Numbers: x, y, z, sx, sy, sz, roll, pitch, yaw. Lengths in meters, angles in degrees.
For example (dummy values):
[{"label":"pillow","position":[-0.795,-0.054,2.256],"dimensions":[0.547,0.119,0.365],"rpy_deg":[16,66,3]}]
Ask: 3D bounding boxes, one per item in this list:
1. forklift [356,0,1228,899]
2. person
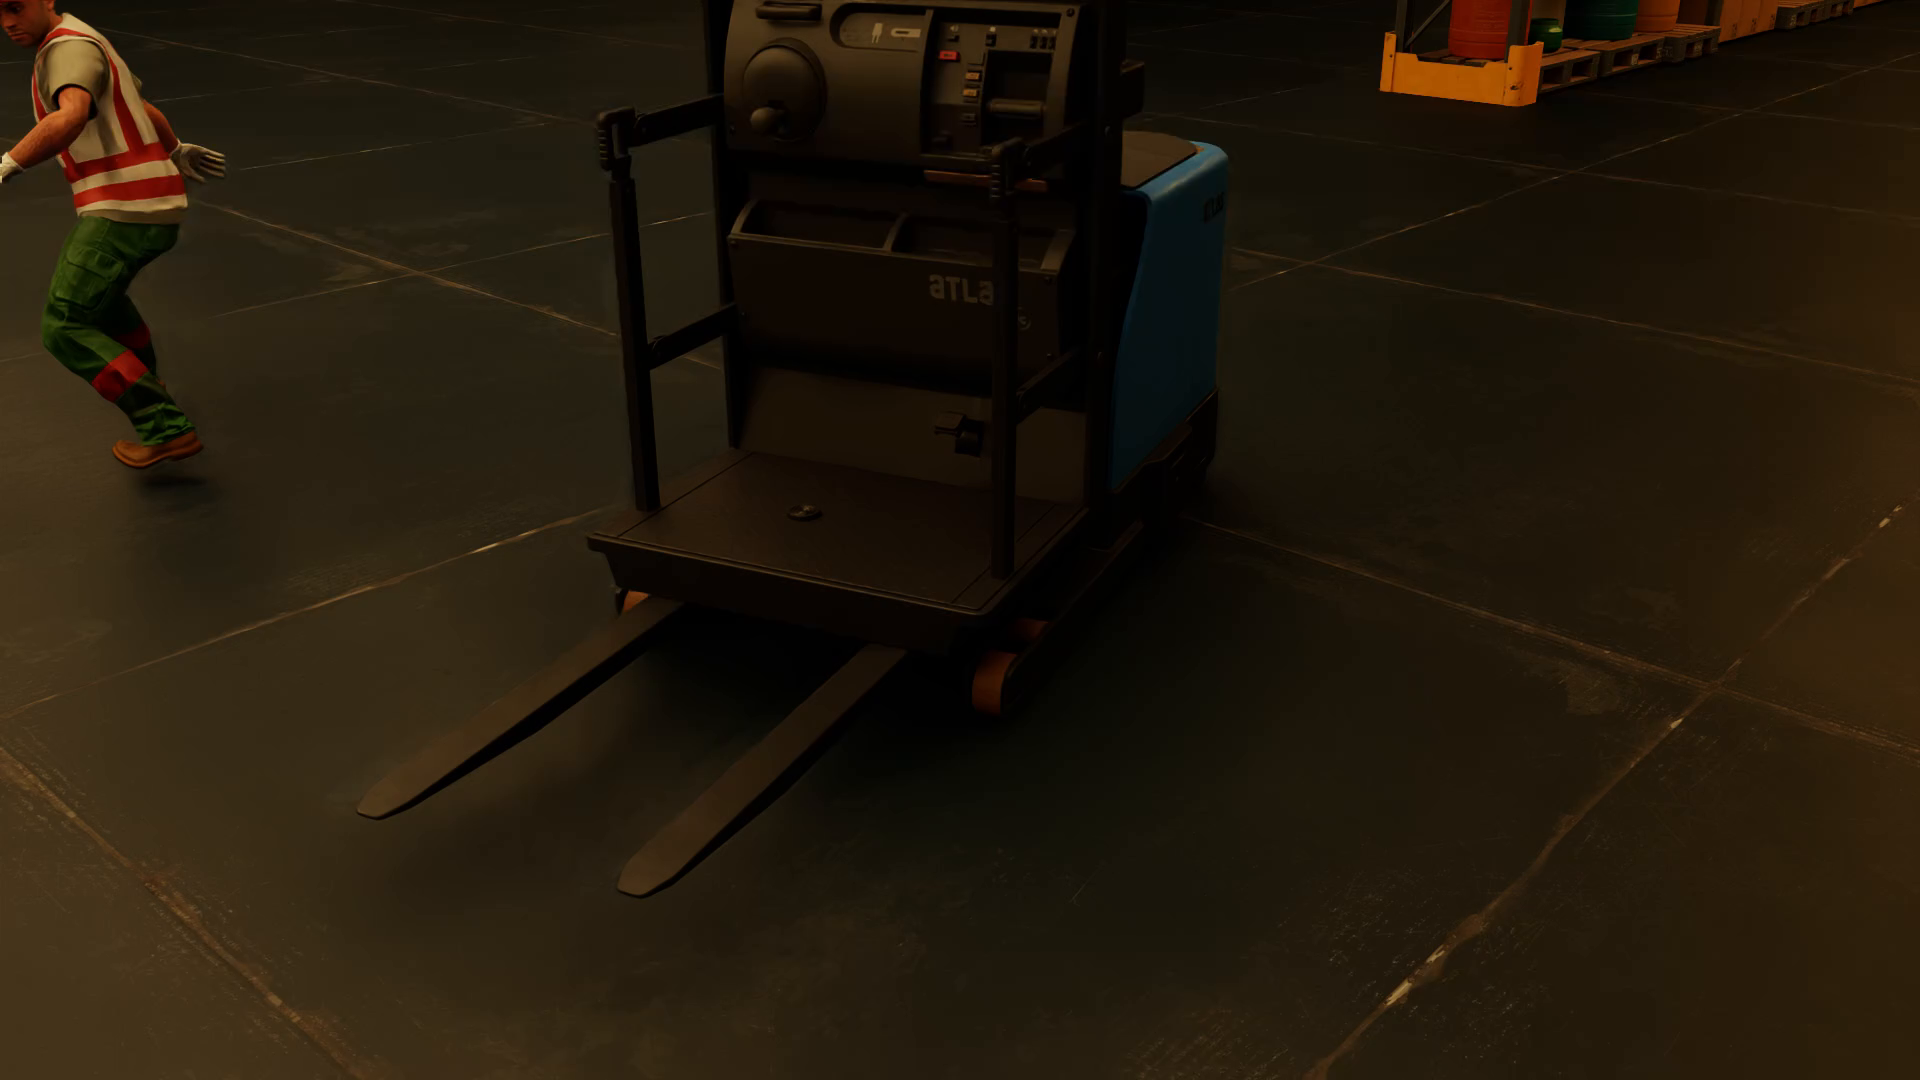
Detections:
[{"label":"forklift","position":[-0.242,-1.110,3.858],"dimensions":[1.130,2.935,3.031],"rpy_deg":[10,26,22]},{"label":"person","position":[-2.810,-1.059,5.508],"dimensions":[0.567,1.720,1.139],"rpy_deg":[-5,24,-11]}]
